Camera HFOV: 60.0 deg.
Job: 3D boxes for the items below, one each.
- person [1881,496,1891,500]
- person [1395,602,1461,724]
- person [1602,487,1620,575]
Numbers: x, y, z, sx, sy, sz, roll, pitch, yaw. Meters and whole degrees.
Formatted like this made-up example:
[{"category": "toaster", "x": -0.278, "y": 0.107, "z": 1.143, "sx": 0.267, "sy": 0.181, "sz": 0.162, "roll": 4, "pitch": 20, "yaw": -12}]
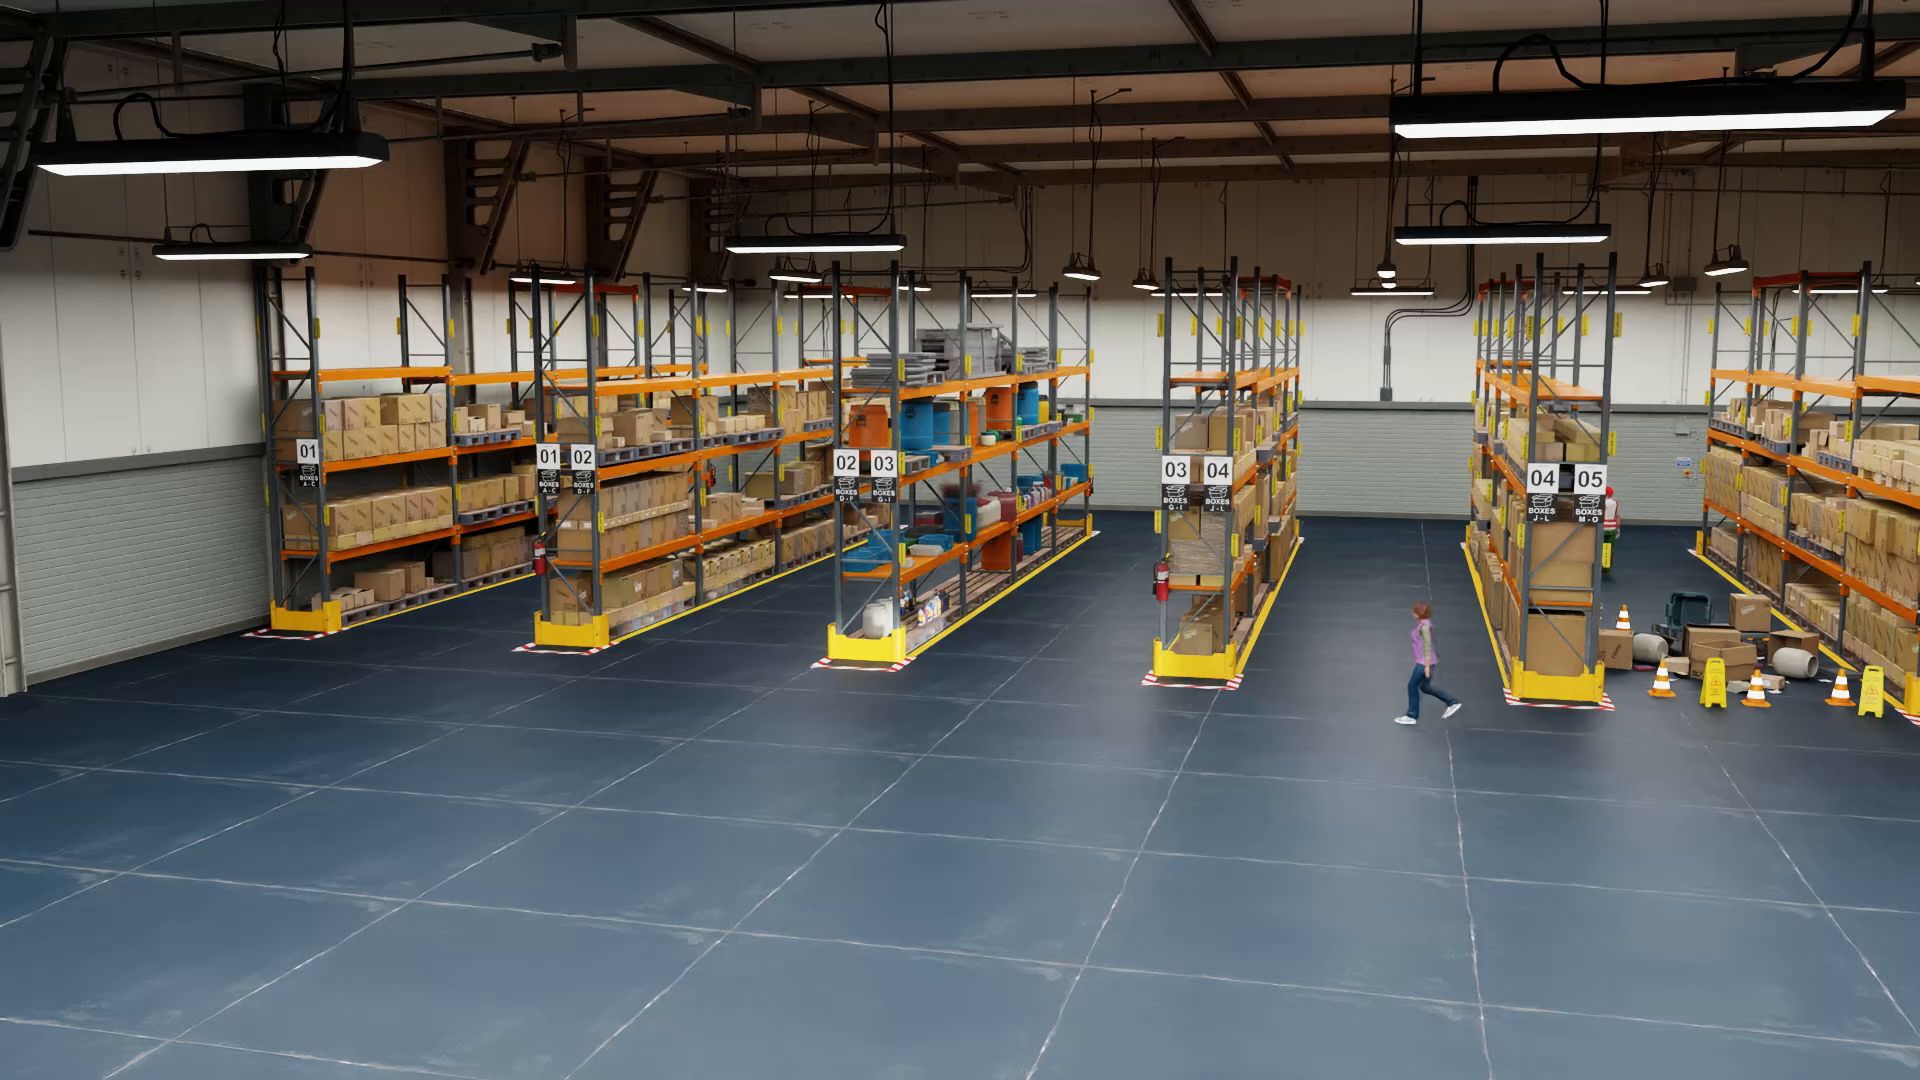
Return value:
[{"category": "person", "x": 22.138, "y": -0.863, "z": 39.433, "sx": 1.052, "sy": 1.743, "sz": 0.562, "roll": -1, "pitch": 7, "yaw": -4}, {"category": "person", "x": 5.939, "y": 1.553, "z": 21.031, "sx": 0.819, "sy": 1.564, "sz": 0.430, "roll": 1, "pitch": 7, "yaw": 10}, {"category": "person", "x": 13.225, "y": -0.194, "z": 34.000, "sx": 0.602, "sy": 1.791, "sz": 0.467, "roll": -2, "pitch": 7, "yaw": -12}]
